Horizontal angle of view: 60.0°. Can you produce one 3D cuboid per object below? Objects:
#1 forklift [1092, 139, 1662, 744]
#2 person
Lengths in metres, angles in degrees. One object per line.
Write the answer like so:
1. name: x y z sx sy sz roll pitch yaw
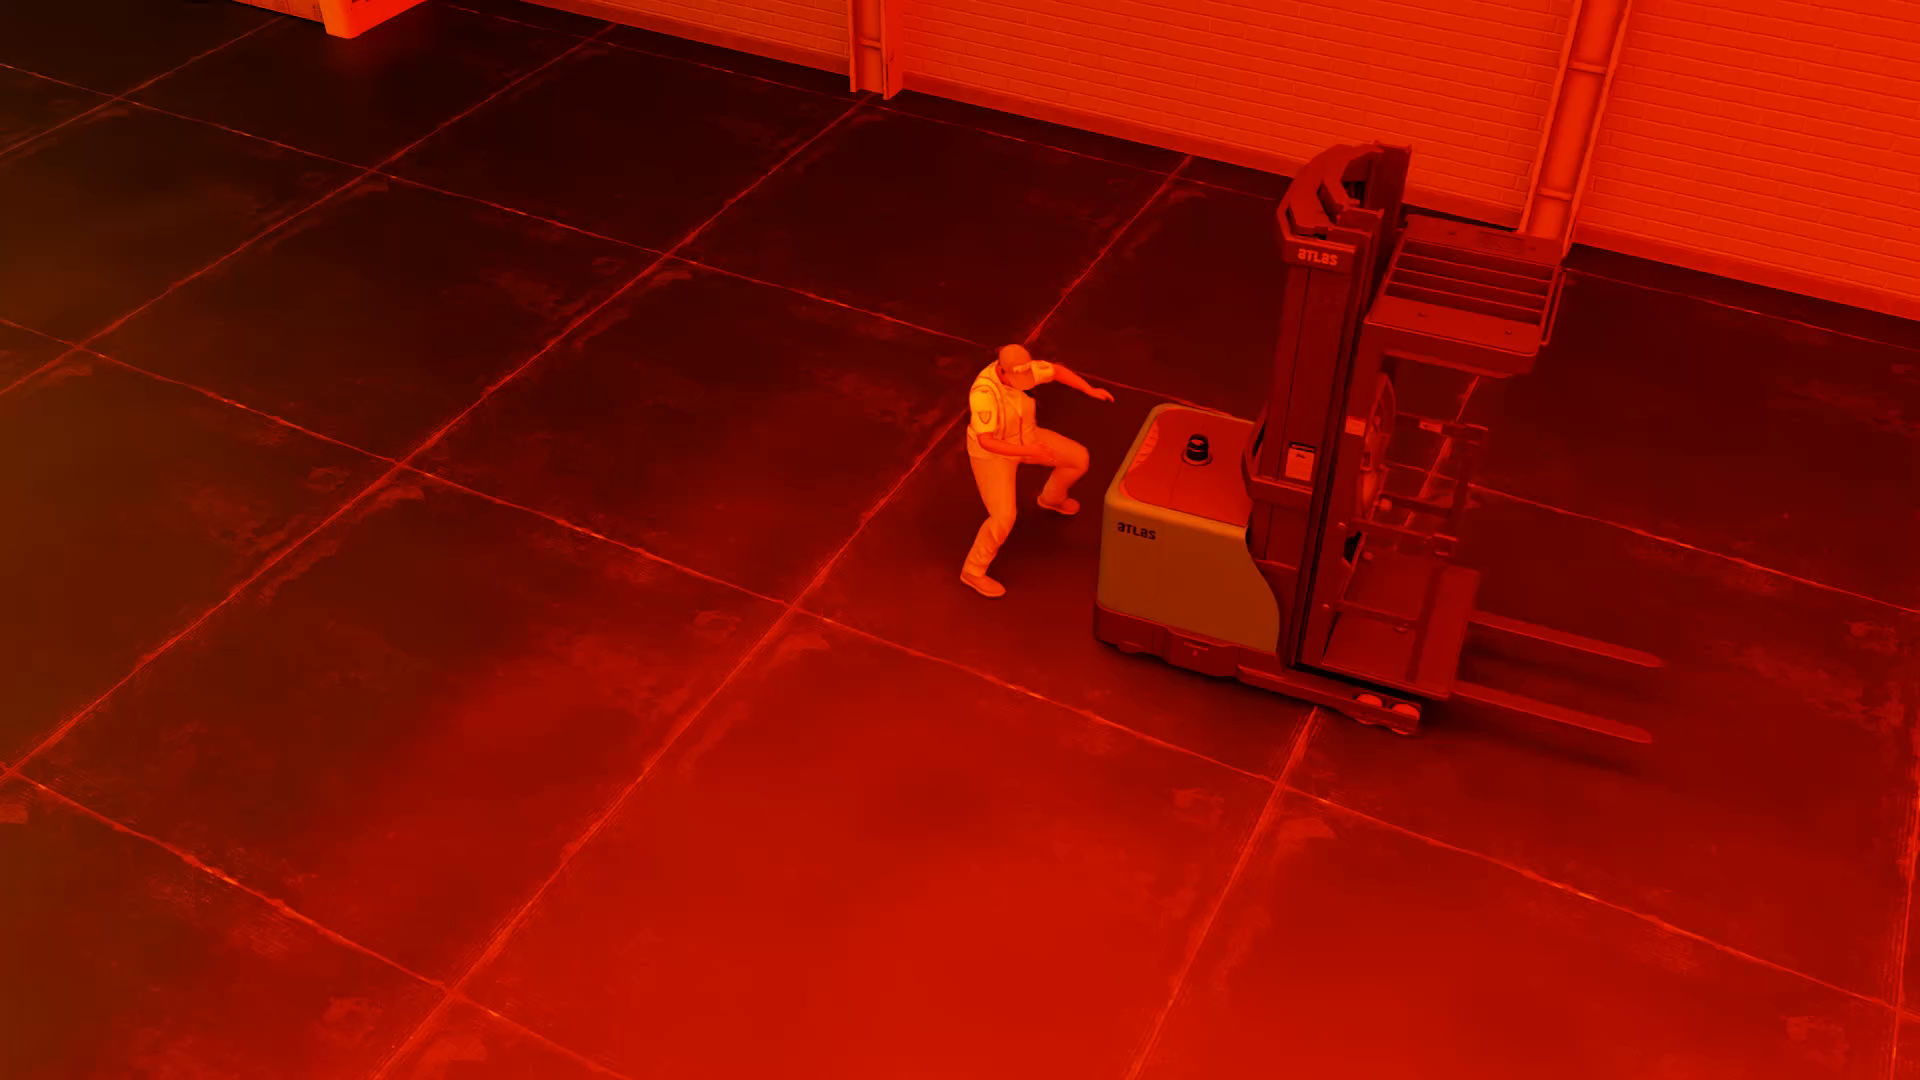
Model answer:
1. forklift: 2.328 -0.459 8.532 3.031 2.935 1.130 15 42 17
2. person: 0.378 -0.520 9.761 1.023 1.441 0.721 -30 49 -31
